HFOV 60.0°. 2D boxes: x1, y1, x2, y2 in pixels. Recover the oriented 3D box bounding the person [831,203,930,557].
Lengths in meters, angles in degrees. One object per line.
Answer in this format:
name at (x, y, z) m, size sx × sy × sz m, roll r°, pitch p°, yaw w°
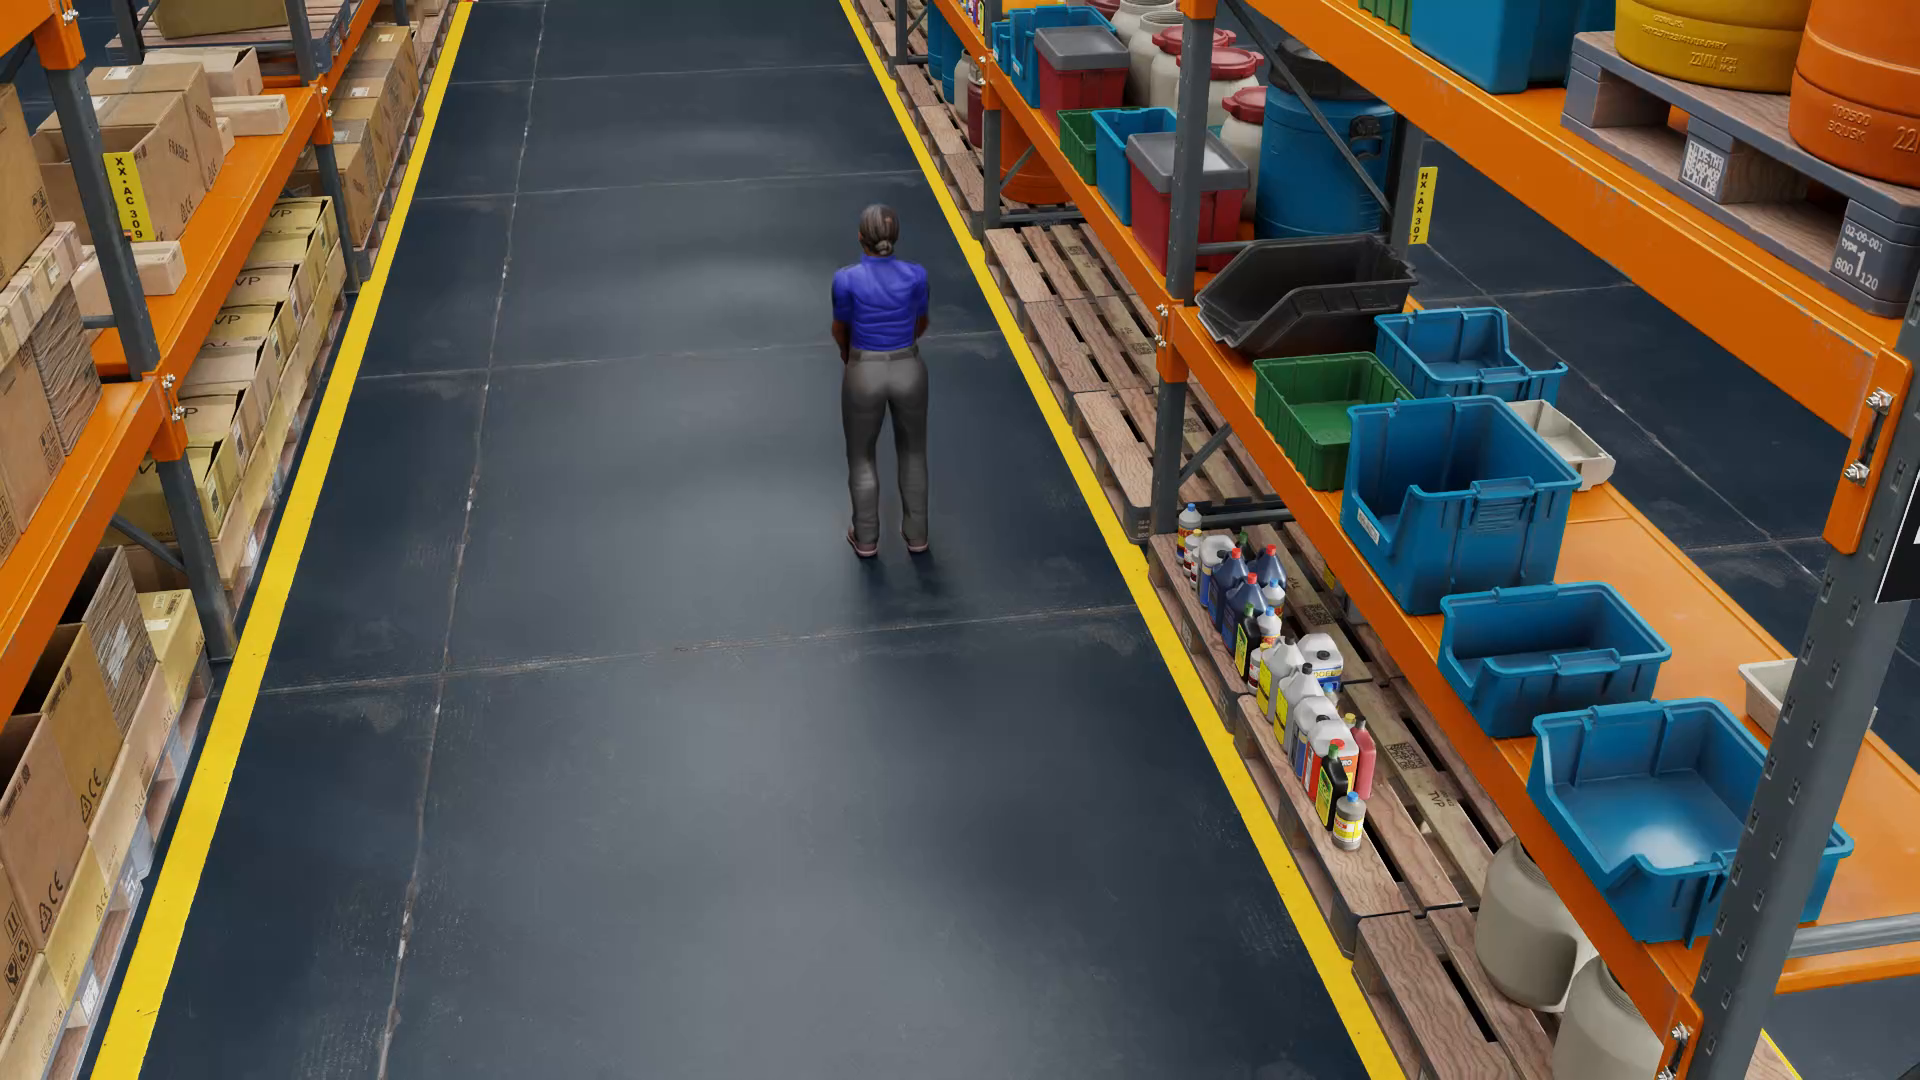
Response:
person at (-0.352, -0.733, 7.373) m, size 0.435 × 1.656 × 0.505 m, roll -6°, pitch 31°, yaw -9°
